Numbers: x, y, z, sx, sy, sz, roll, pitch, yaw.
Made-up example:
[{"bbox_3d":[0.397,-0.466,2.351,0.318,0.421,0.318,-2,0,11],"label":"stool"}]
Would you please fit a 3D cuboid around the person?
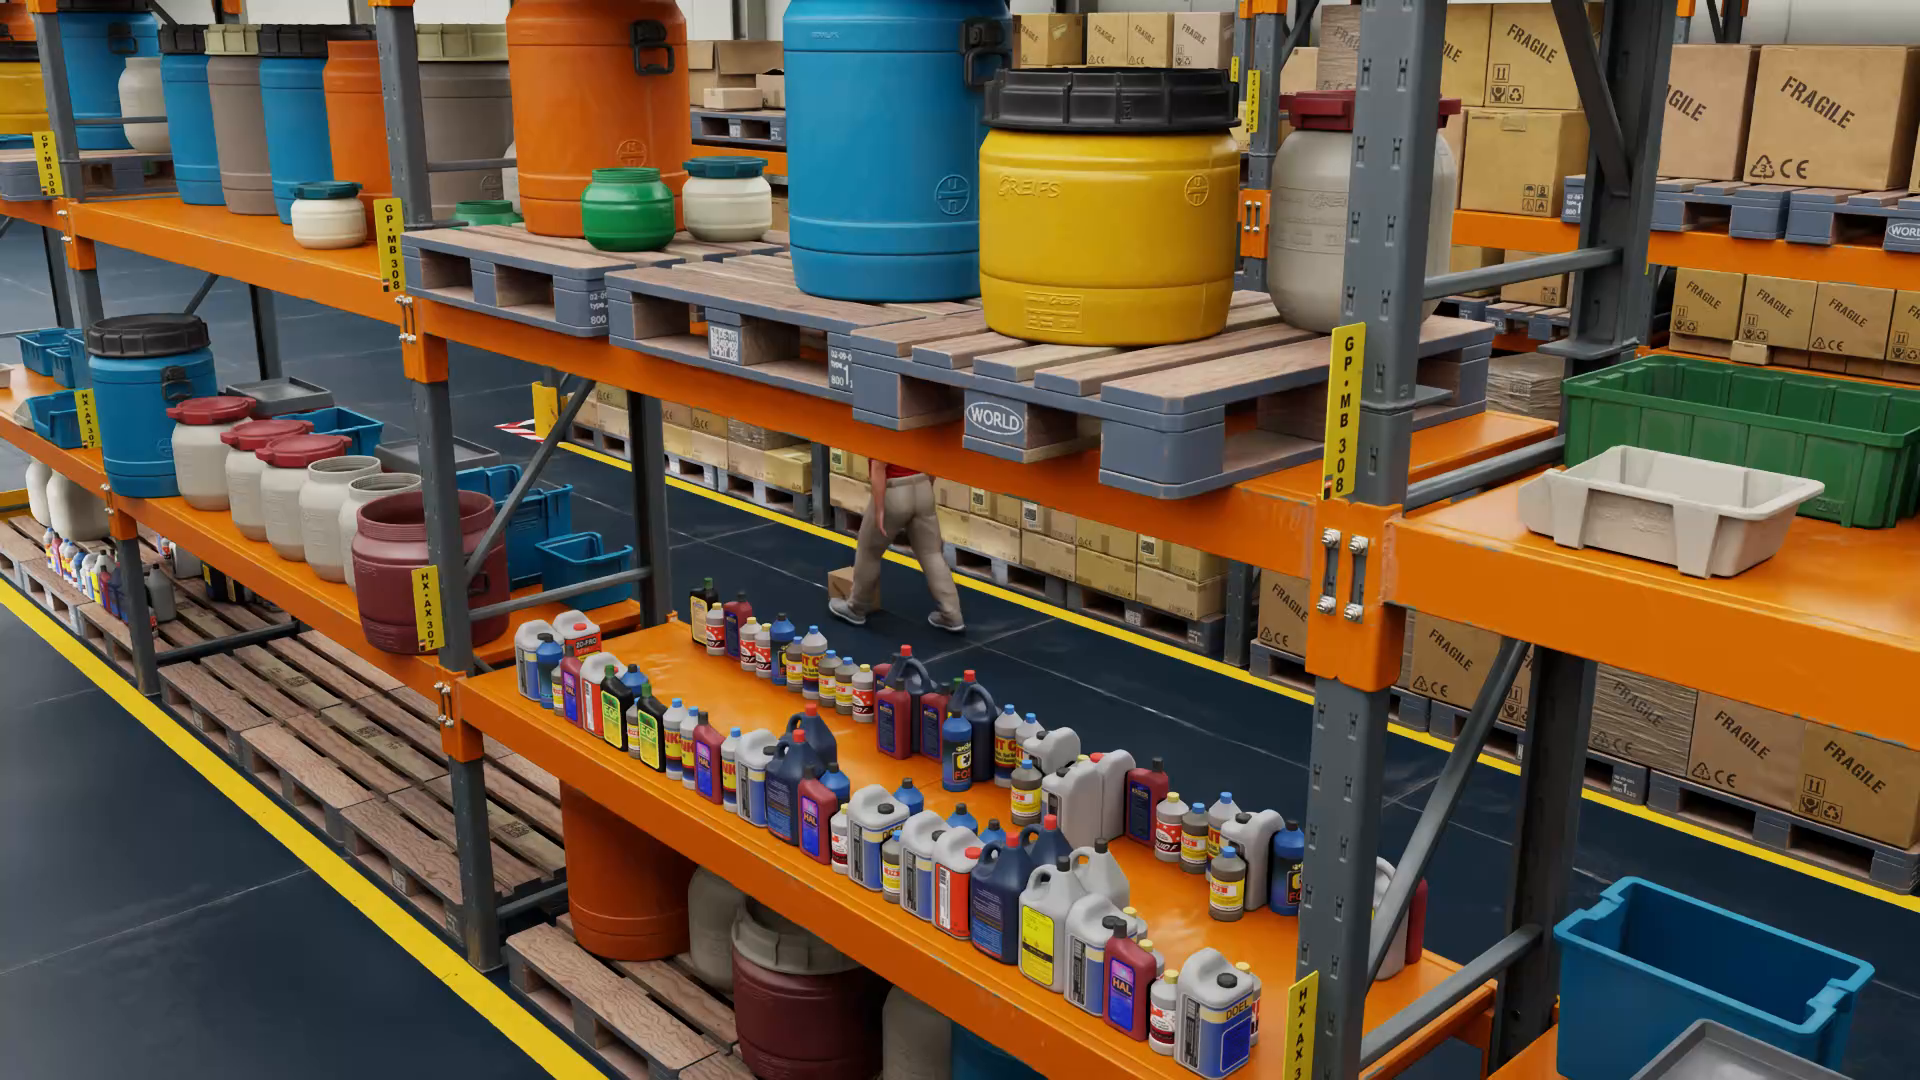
[{"bbox_3d":[-0.409,-0.267,10.463,0.551,1.690,0.901,-15,23,-40],"label":"person"}]
